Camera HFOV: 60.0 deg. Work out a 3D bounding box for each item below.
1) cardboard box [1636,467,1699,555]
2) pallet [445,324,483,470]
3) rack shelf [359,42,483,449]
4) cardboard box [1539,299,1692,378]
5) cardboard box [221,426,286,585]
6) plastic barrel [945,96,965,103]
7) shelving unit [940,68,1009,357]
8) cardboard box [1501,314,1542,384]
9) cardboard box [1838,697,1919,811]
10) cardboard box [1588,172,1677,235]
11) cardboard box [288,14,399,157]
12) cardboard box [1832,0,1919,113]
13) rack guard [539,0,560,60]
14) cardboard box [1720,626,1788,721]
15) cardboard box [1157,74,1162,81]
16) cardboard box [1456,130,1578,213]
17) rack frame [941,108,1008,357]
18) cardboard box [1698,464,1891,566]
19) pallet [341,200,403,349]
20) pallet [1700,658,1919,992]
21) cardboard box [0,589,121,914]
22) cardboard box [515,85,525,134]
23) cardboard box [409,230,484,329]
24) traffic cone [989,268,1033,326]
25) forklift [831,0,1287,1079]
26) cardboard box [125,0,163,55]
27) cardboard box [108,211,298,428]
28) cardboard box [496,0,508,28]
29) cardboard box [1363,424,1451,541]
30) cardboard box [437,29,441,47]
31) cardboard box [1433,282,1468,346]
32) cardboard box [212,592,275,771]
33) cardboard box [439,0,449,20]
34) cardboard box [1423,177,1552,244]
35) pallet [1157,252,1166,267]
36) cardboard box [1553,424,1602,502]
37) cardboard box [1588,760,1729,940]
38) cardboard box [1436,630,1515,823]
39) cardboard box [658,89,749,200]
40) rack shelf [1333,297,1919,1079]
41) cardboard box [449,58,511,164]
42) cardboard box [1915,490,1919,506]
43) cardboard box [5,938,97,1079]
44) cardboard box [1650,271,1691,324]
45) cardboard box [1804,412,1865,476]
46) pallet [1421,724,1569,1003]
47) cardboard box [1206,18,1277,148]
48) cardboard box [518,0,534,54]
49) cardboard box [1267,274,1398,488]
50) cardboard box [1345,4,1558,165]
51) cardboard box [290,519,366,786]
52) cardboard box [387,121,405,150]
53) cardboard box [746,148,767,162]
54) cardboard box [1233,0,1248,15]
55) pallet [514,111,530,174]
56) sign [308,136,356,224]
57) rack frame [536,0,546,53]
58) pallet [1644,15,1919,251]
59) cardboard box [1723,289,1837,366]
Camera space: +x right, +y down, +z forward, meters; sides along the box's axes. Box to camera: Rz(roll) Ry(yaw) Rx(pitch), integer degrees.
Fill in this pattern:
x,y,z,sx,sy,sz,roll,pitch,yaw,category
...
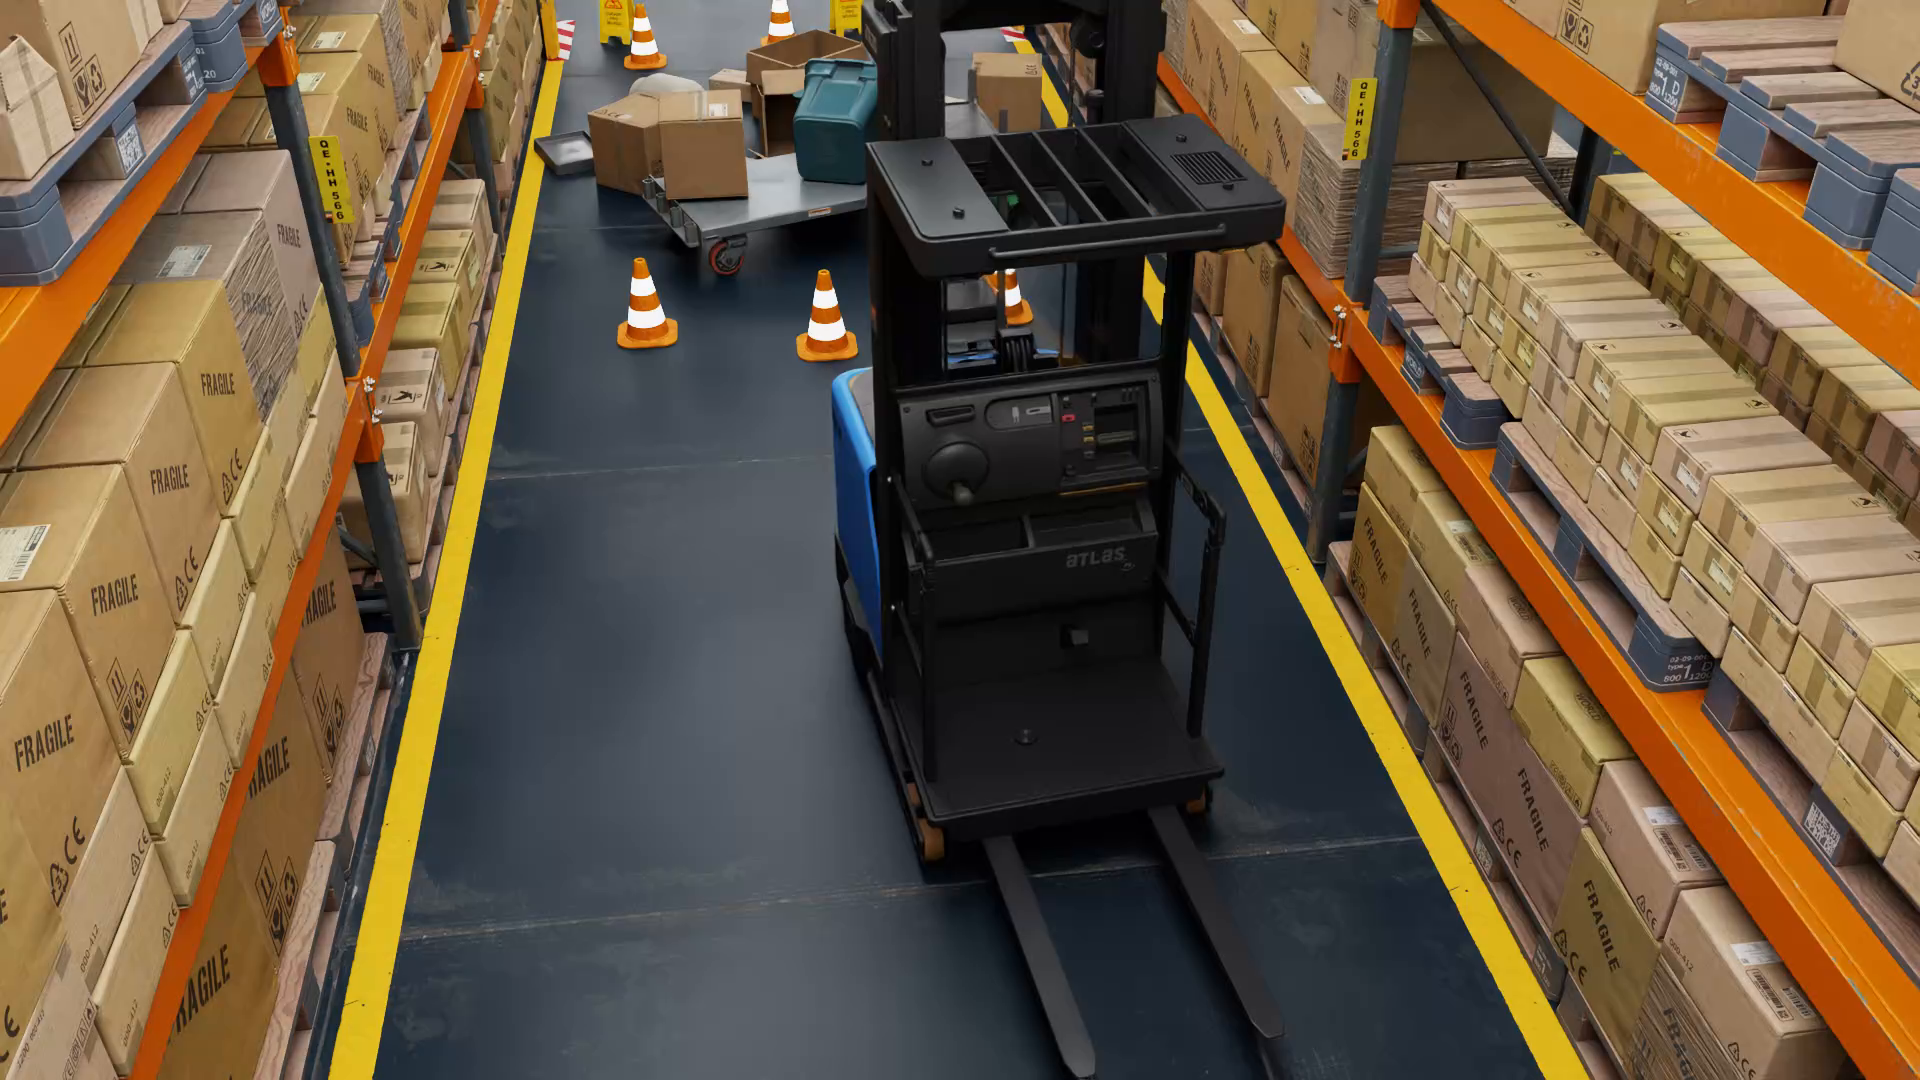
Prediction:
x,y,z,sx,sy,sz,roll,pitch,yaw,category
2.206,-0.098,4.816,0.380,0.149,0.250,-4,35,-6,cardboard box
-3.058,-0.727,8.629,1.003,0.211,1.213,-4,35,-6,pallet
-3.062,-1.582,8.047,1.077,0.370,4.000,-4,35,-6,rack shelf
2.109,-0.652,5.365,0.380,0.149,0.250,-3,34,-4,cardboard box
-2.315,-0.087,4.903,0.500,0.250,0.500,-5,35,-8,cardboard box
-0.112,-2.879,11.599,0.512,0.421,0.421,20,39,26,plastic barrel
-0.067,-0.922,7.238,0.431,2.100,0.503,-8,35,-12,shelving unit
2.076,-0.662,5.644,0.380,0.149,0.250,-4,35,-6,cardboard box
2.350,0.491,3.952,0.380,0.149,0.250,-4,34,-6,cardboard box
2.618,-1.272,6.274,0.380,0.149,0.250,-6,35,-8,cardboard box
-2.780,-1.956,7.231,0.500,0.500,0.500,-4,34,-6,cardboard box
2.559,-1.290,3.852,0.797,0.503,0.637,-5,35,-7,cardboard box
-3.859,-4.152,13.399,1.175,0.500,0.348,-4,35,-6,rack guard
2.286,0.337,4.442,0.380,0.149,0.250,-6,35,-9,cardboard box
1.545,-3.079,11.118,0.875,0.875,0.875,-4,34,-6,cardboard box
2.305,-1.507,7.209,0.500,0.500,0.500,-4,34,-6,cardboard box
-0.007,-0.789,7.043,0.400,2.100,0.015,-8,35,-12,rack frame
2.254,-0.066,4.505,0.380,0.149,0.250,-5,35,-8,cardboard box
-2.995,-1.074,6.833,1.213,0.211,1.003,-4,35,-6,pallet
2.678,0.679,4.260,1.003,0.211,1.213,-4,35,-6,pallet
-2.125,0.465,3.427,0.500,0.500,0.500,-5,35,-7,cardboard box
-3.300,-2.976,11.521,0.500,0.250,0.500,-5,35,-7,cardboard box
-3.158,-1.390,9.086,0.950,0.372,0.625,-2,34,-3,cardboard box
0.244,-1.516,9.564,0.336,0.463,0.334,-4,35,-6,traffic cone
0.307,-0.285,5.565,1.130,2.935,3.031,-8,35,-12,forklift
-2.261,-1.379,4.193,0.396,0.266,0.258,-5,35,-8,cardboard box
-2.387,-0.664,5.084,0.500,0.500,0.500,-4,34,-6,cardboard box
-3.210,-3.472,11.007,0.380,0.149,0.250,-2,34,-4,cardboard box
1.951,-0.242,6.623,0.500,0.250,0.500,-6,35,-9,cardboard box
-2.970,-2.651,8.826,0.380,0.149,0.250,-5,35,-8,cardboard box
1.994,-0.850,6.184,0.380,0.149,0.250,-3,34,-4,cardboard box
-2.235,0.410,4.619,0.500,0.250,0.500,-5,35,-7,cardboard box
-3.042,-3.093,8.899,0.500,0.500,0.500,-5,35,-7,cardboard box
1.969,-1.235,6.221,0.380,0.149,0.250,-4,35,-6,cardboard box
1.739,-1.850,10.277,1.003,0.211,1.213,-4,35,-6,pallet
2.139,-0.260,5.318,0.380,0.149,0.250,-4,34,-6,cardboard box
2.230,0.903,4.943,0.500,0.250,0.500,-3,34,-4,cardboard box
2.085,0.645,5.987,0.500,0.500,0.500,-5,35,-8,cardboard box
-1.571,-2.427,10.195,0.500,0.500,0.500,-4,35,-6,cardboard box
2.367,0.219,5.405,1.077,0.370,4.000,-4,35,-6,rack shelf
-3.143,-2.693,10.440,0.500,0.500,0.500,-3,34,-4,cardboard box
2.897,-0.114,4.575,0.380,0.149,0.250,-5,35,-7,cardboard box
-2.035,1.057,3.224,0.500,0.250,0.500,-5,35,-8,cardboard box
2.691,-0.851,5.921,0.380,0.149,0.250,-4,34,-5,cardboard box
2.827,-0.283,5.087,0.380,0.149,0.250,-5,35,-7,cardboard box
2.363,1.073,5.988,1.003,0.211,1.213,-4,35,-6,pallet
1.566,-2.310,8.388,0.500,0.500,0.500,-4,34,-6,cardboard box
-3.429,-3.857,12.148,0.500,0.500,0.500,-3,34,-5,cardboard box
2.106,-0.785,7.864,1.050,0.750,0.750,-5,35,-7,cardboard box
2.048,-1.901,6.899,0.700,0.500,0.500,-5,35,-7,cardboard box
-2.783,0.333,6.112,0.875,0.875,0.875,-5,35,-7,cardboard box
-2.822,-1.934,7.775,0.380,0.149,0.250,-3,34,-5,cardboard box
-1.314,-2.483,11.158,0.396,0.266,0.258,27,43,34,cardboard box
1.772,-3.036,8.565,0.700,0.500,0.500,-4,34,-6,cardboard box
-3.624,-2.898,11.815,1.003,0.211,1.213,-4,35,-6,pallet
-2.244,-1.286,5.945,0.100,0.325,0.005,-4,35,-6,sign
-3.869,-5.228,12.758,1.000,3.000,0.127,-4,35,-6,rack frame
2.516,-1.056,4.139,1.213,0.211,1.003,-4,35,-6,pallet
2.751,-0.701,5.438,0.380,0.149,0.250,-4,35,-6,cardboard box
